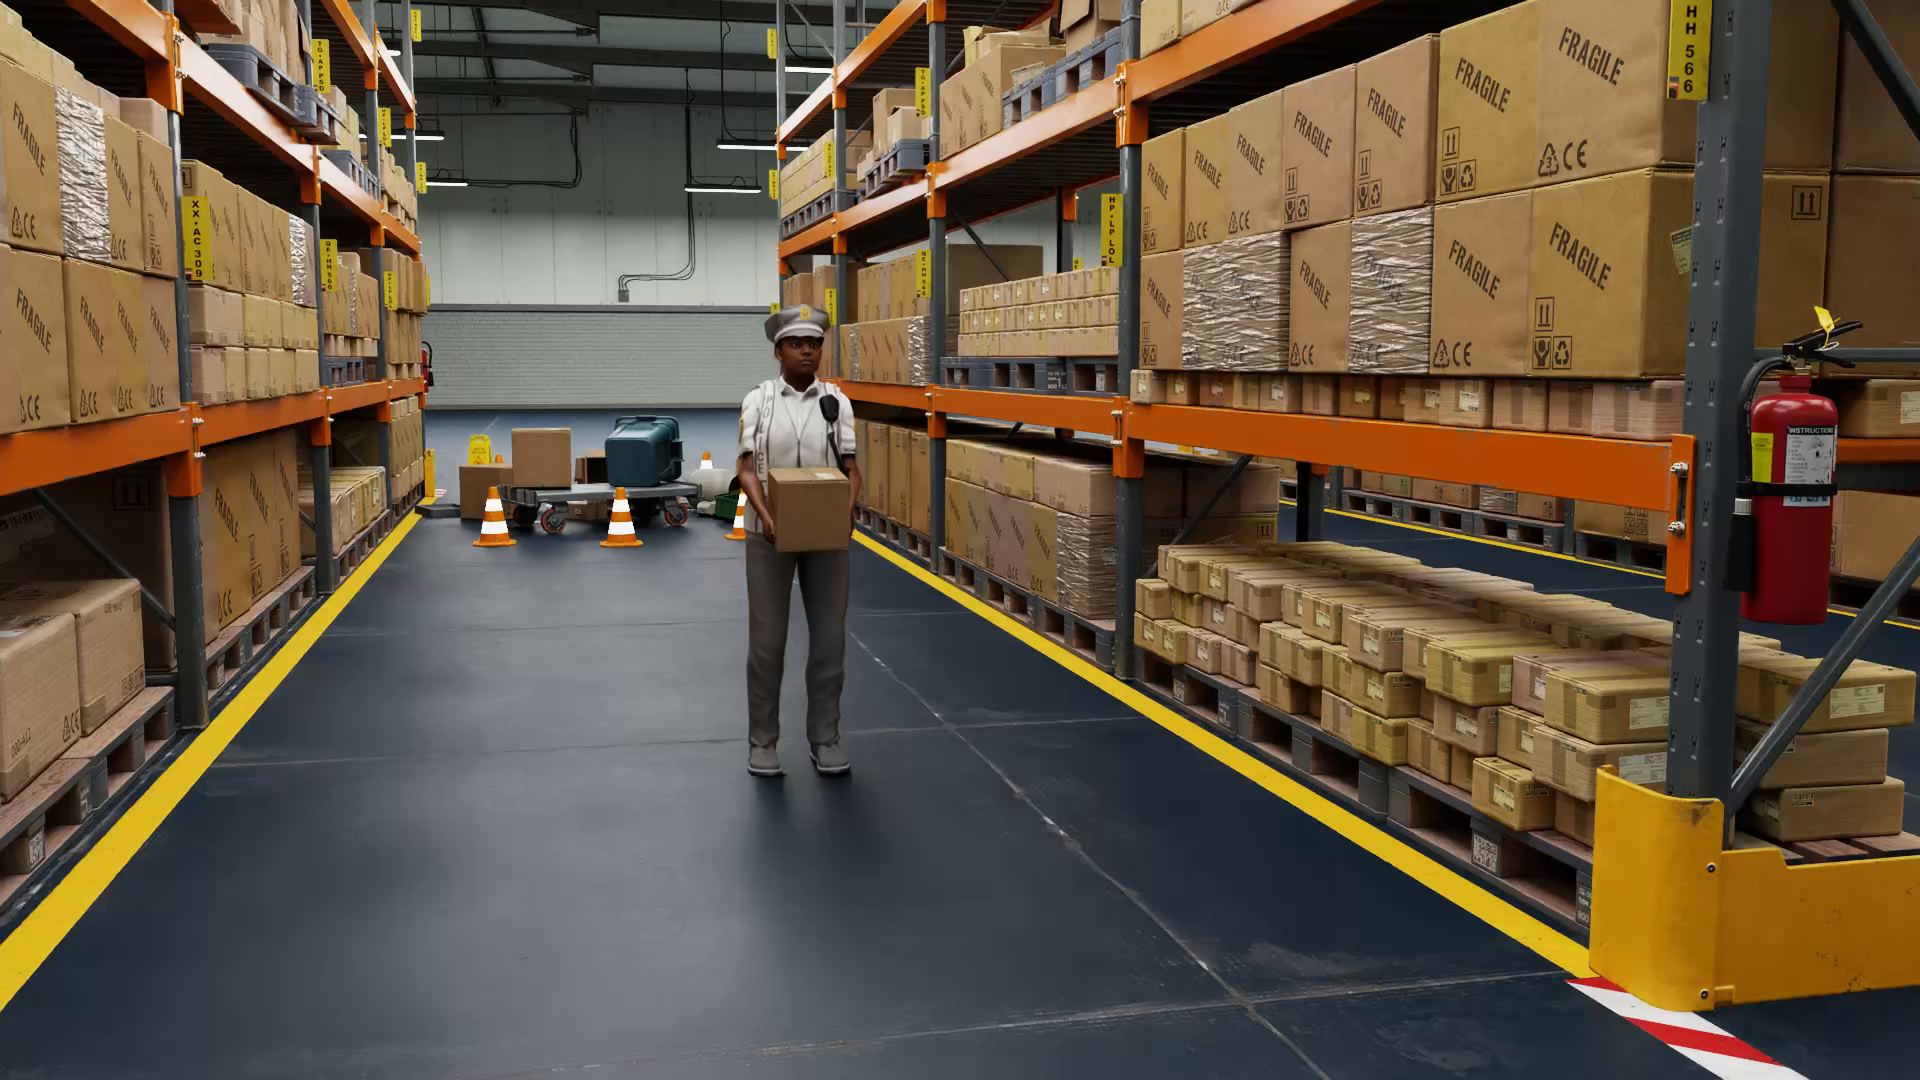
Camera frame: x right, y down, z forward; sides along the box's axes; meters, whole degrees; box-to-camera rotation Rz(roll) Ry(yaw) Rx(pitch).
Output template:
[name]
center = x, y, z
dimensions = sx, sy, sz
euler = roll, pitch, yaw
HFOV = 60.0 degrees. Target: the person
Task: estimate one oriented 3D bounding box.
[person]
center = -0.572, -0.002, 6.036
dimensions = 0.455, 1.697, 0.530
euler = -2, 6, -14
